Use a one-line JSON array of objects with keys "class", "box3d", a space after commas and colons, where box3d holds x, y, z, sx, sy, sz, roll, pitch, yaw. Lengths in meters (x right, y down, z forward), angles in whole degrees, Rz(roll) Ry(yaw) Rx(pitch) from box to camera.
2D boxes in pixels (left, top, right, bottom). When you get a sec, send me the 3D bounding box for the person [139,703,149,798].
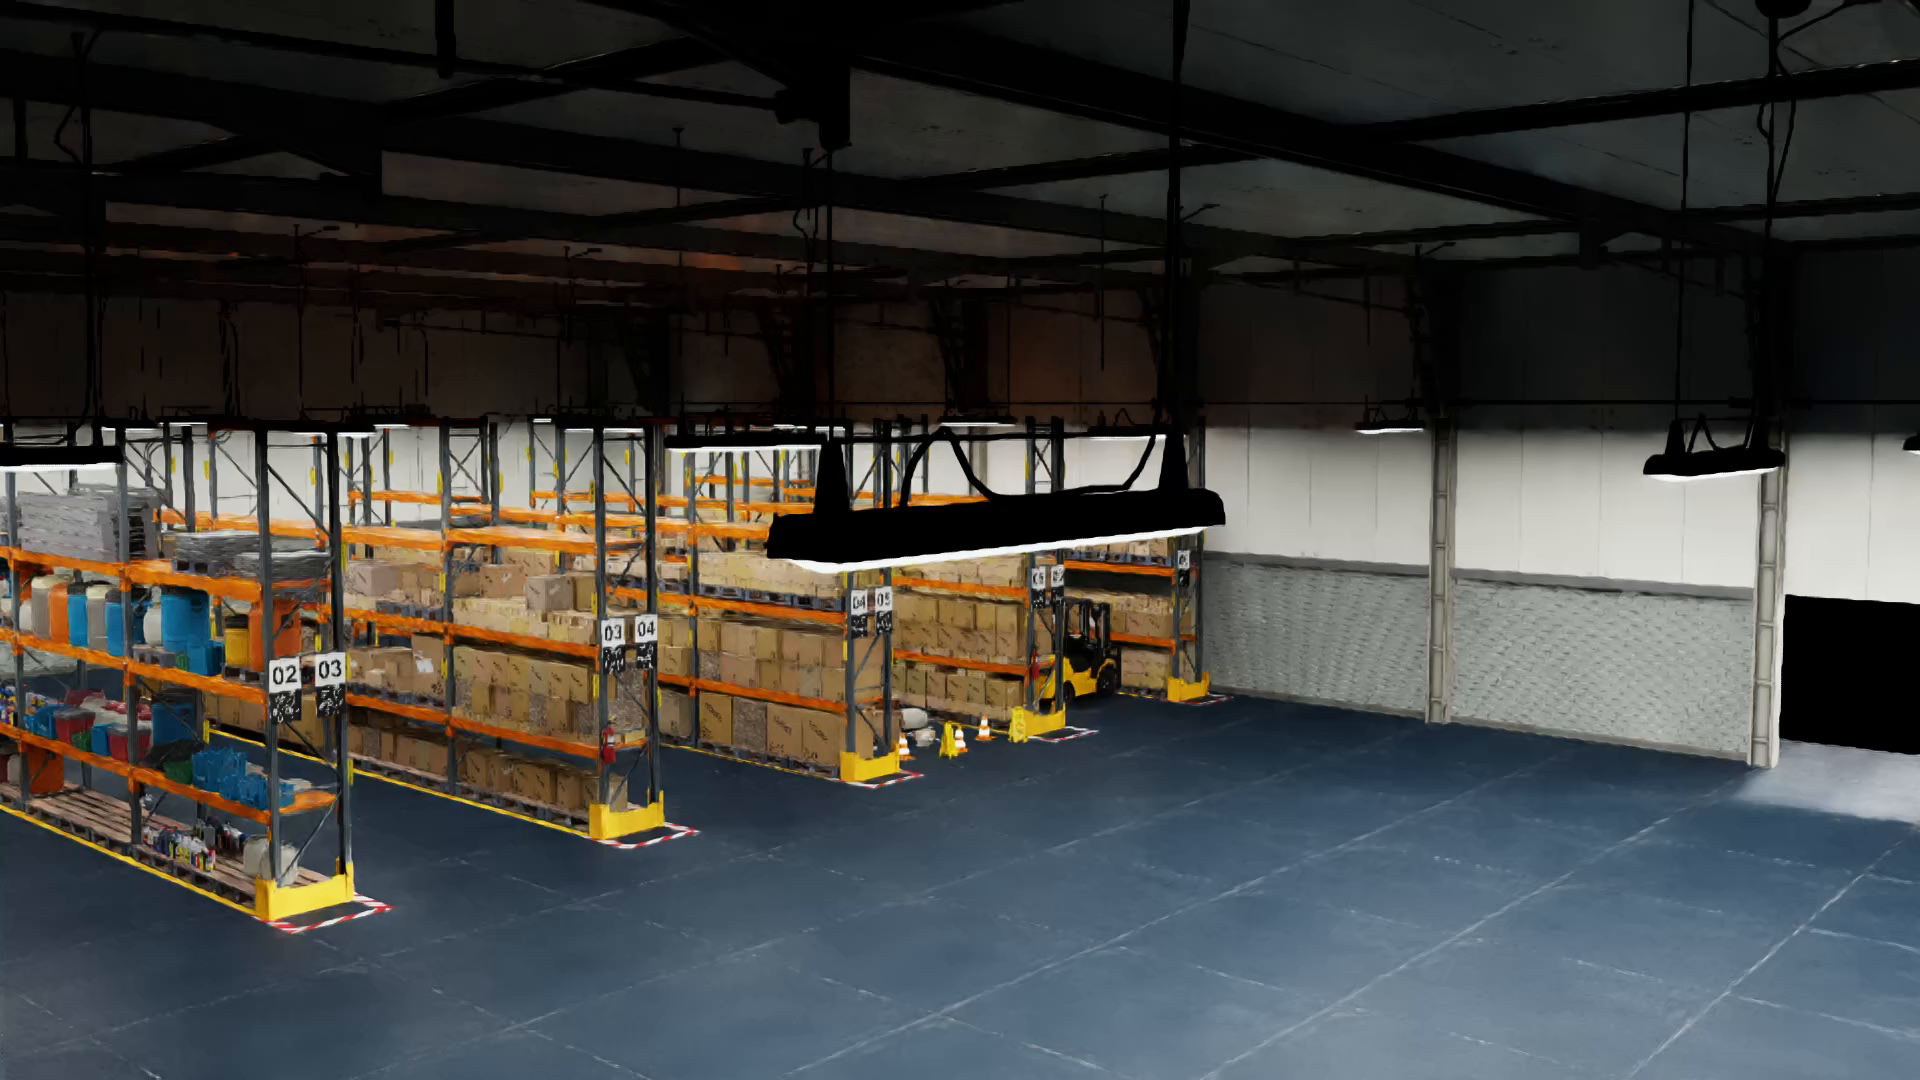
[{"class": "person", "box3d": [-12.860, 3.320, 26.111, 0.357, 1.530, 0.493, -3, 6, -31]}]
